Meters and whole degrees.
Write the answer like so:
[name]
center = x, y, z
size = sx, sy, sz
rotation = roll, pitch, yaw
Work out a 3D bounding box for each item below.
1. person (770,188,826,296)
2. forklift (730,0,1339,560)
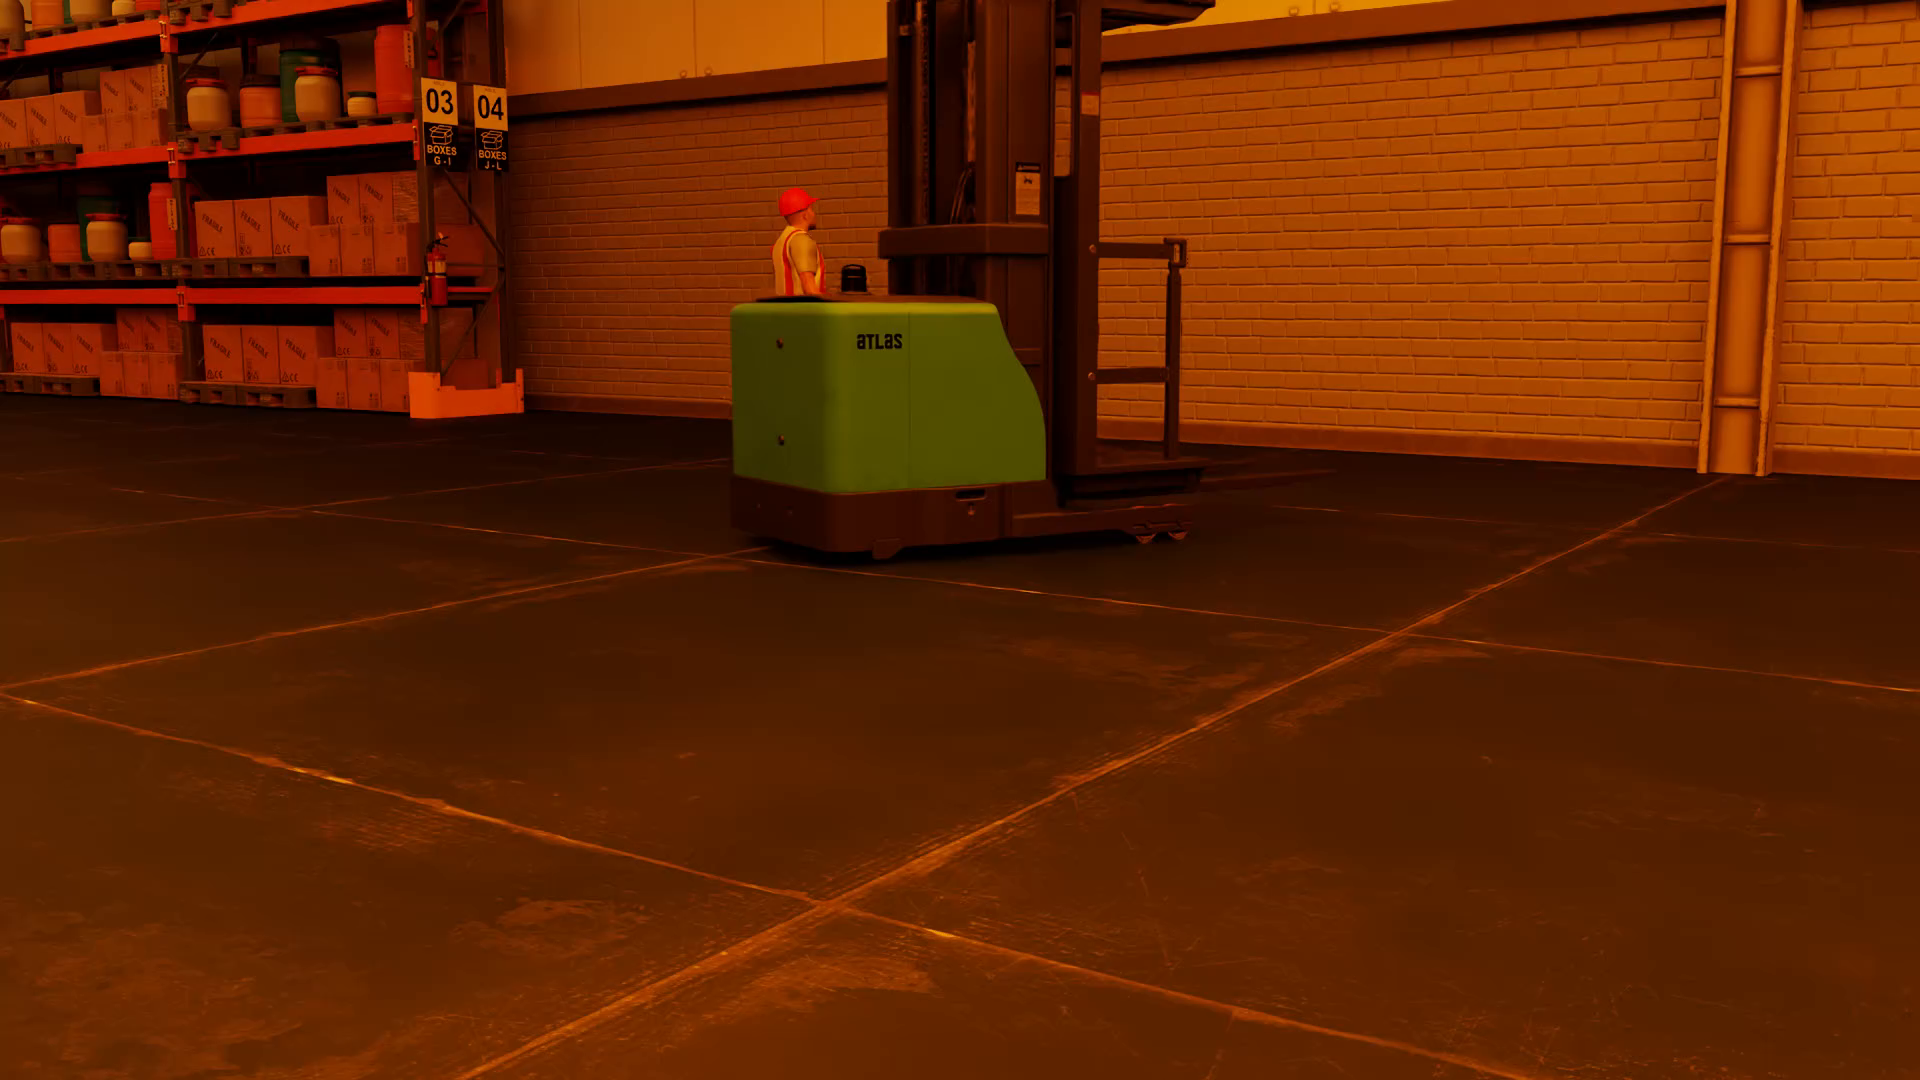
[person]
center = -0.897, -1.345, 10.656
size = 0.566, 1.786, 0.638
rotation = -4, 9, -26
[forklift]
center = 0.478, -1.501, 7.747
size = 3.031, 2.935, 1.130
rotation = -5, 10, -33
